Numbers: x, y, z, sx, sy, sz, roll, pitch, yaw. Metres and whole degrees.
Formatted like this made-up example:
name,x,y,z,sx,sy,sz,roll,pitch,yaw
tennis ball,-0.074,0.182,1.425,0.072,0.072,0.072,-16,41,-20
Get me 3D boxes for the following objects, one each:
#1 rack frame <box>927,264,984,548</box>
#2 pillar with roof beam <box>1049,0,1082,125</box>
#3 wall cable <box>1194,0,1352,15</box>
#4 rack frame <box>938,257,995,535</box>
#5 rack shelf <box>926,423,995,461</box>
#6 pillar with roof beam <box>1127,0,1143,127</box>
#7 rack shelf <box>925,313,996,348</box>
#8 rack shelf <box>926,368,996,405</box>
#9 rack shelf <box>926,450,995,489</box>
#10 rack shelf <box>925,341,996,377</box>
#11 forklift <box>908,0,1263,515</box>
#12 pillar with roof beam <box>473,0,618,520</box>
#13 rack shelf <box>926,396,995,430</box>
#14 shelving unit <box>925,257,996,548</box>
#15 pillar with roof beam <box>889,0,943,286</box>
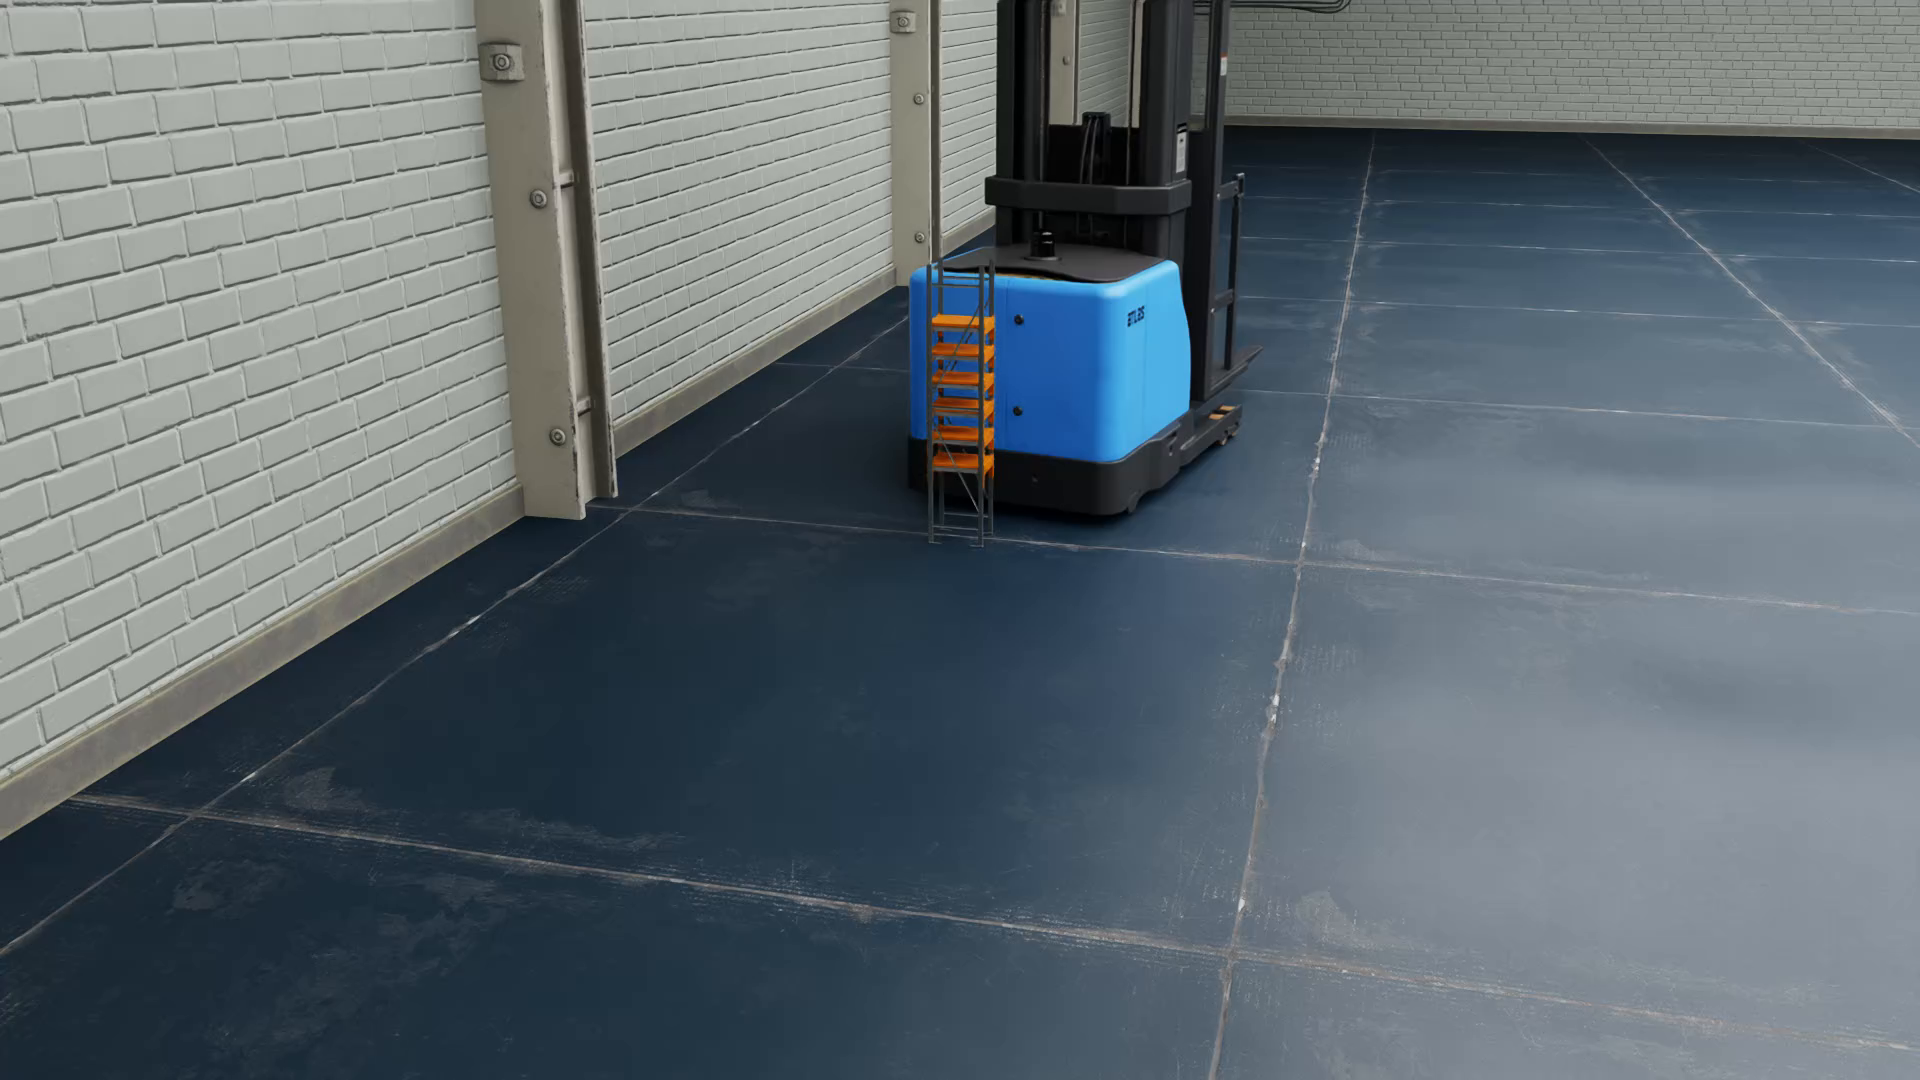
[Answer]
name,x,y,z,sx,sy,sz,roll,pitch,yaw
rack frame,-0.019,-0.544,6.923,0.240,1.200,0.006,5,19,13
pillar with roof beam,5.305,-7.844,16.229,9.100,9.000,0.400,5,19,13
wall cable,4.599,-9.414,25.630,3.097,2.526,0.112,5,19,13
rack frame,0.026,-0.601,7.091,0.240,1.200,0.006,5,19,13
rack shelf,0.004,-0.417,7.060,0.258,0.103,0.180,5,19,13
pillar with roof beam,6.771,-9.724,21.735,9.100,9.000,0.400,5,19,13
rack shelf,0.004,-0.871,6.905,0.258,0.103,0.180,5,19,13
rack shelf,0.004,-0.644,6.982,0.258,0.103,0.180,5,19,13
rack shelf,0.004,-0.303,7.099,0.258,0.103,0.180,5,19,13
rack shelf,0.004,-0.757,6.944,0.258,0.103,0.180,5,19,13
forklift,0.844,-1.929,8.301,1.130,2.935,3.031,9,21,24
pillar with roof beam,2.373,-4.082,5.218,9.100,9.000,0.400,5,19,13
rack shelf,0.004,-0.530,7.021,0.258,0.103,0.180,5,19,13
shelving unit,0.004,-0.572,7.007,0.258,1.200,0.189,5,19,13
pillar with roof beam,3.839,-5.963,10.723,9.100,9.000,0.400,5,19,13
